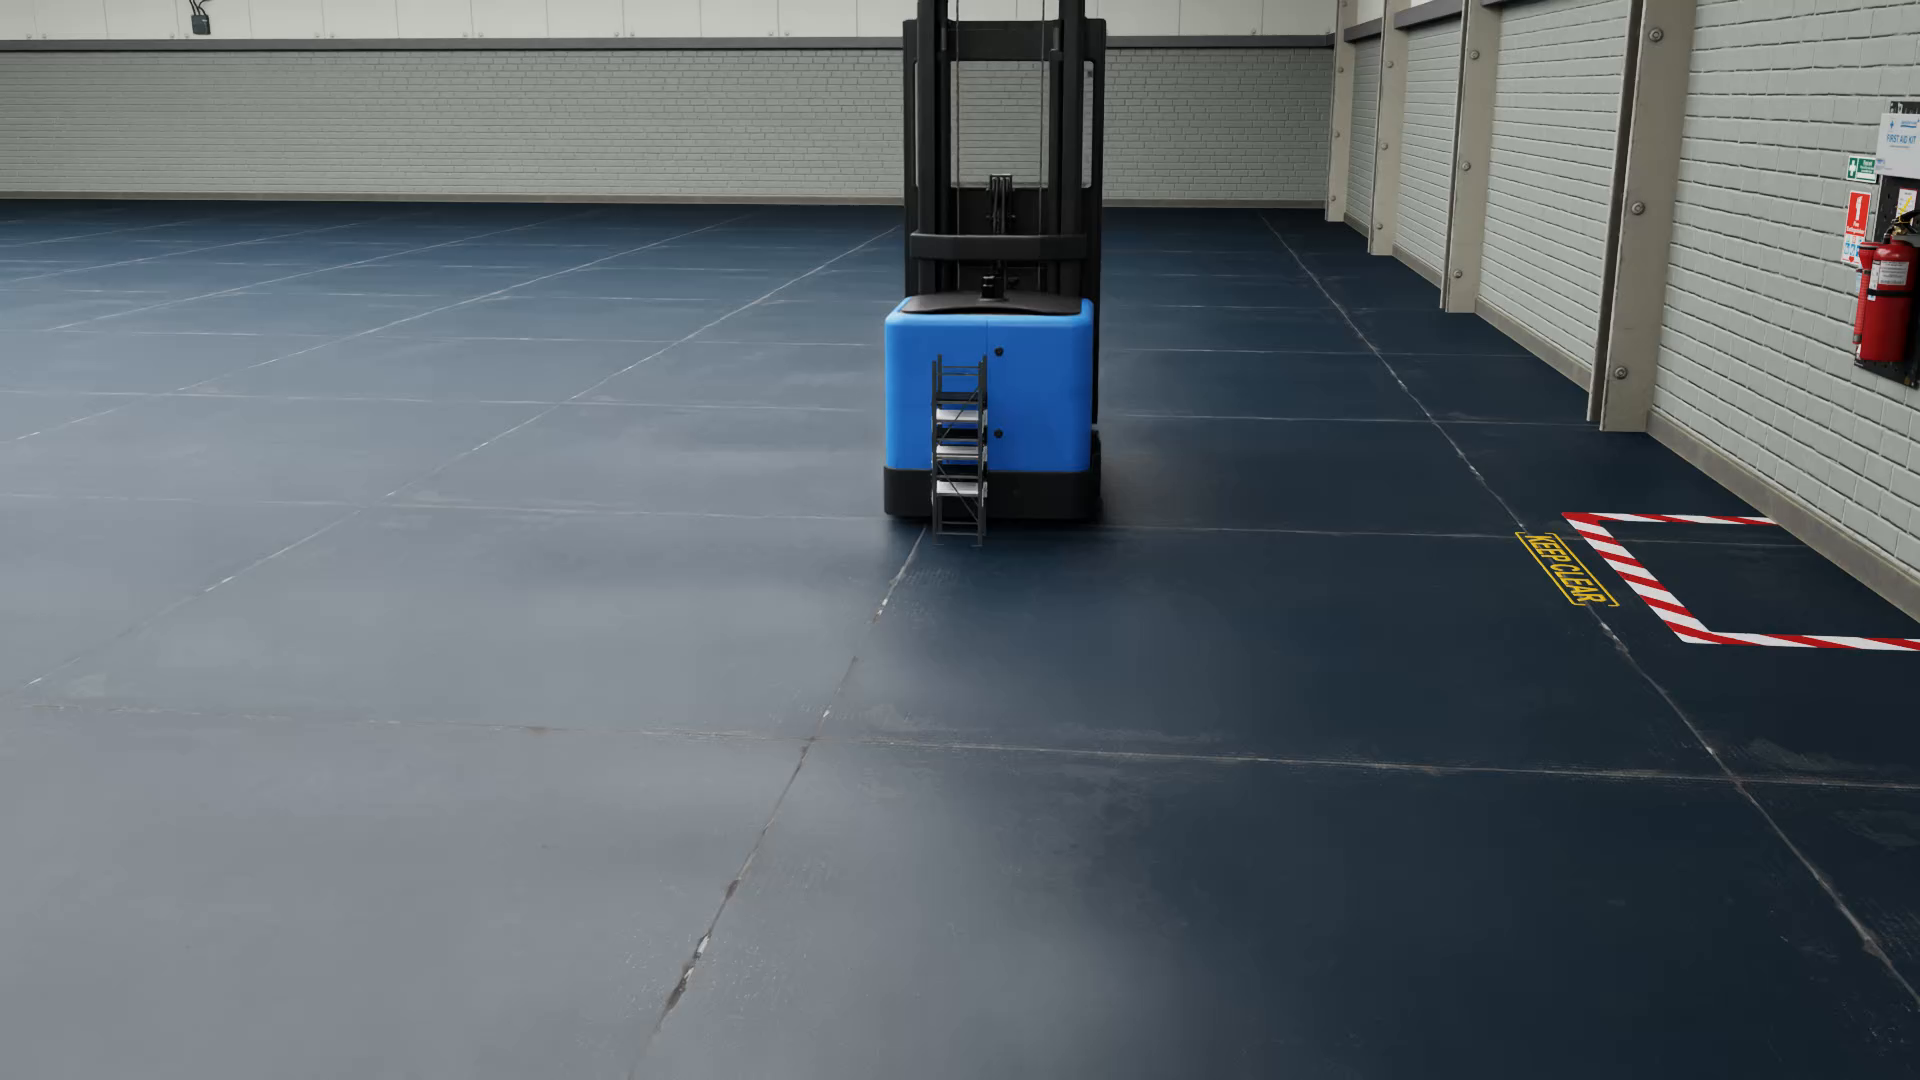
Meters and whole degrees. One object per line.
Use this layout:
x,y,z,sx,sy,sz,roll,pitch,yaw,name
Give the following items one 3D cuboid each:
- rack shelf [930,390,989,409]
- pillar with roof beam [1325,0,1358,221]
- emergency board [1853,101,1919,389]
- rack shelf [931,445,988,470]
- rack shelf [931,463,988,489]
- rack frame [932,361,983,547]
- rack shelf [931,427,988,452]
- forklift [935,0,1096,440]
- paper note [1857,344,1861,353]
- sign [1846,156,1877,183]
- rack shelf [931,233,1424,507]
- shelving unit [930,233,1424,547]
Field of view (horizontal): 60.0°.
-0.001,-0.661,7.975,0.258,0.077,0.200,2,15,6,rack shelf
2.087,-9.892,27.507,9.100,9.000,0.400,2,15,6,pillar with roof beam
3.973,-1.285,7.167,0.194,1.169,0.643,2,15,6,emergency board
-0.001,-0.400,8.046,0.258,0.077,0.200,2,15,6,rack shelf
-0.001,-0.313,8.069,0.258,0.077,0.200,2,15,6,rack shelf
-0.012,-0.406,7.939,0.240,0.900,0.006,2,15,6,rack frame
-0.001,-0.487,8.022,0.258,0.077,0.200,2,15,6,rack shelf
0.262,-1.849,9.384,1.121,2.935,3.031,1,15,5,forklift
4.062,-0.903,7.444,0.016,0.148,0.142,2,15,6,paper note
4.129,-1.697,7.609,0.001,0.109,0.331,2,15,6,sign
3.807,-2.417,16.573,6.000,0.275,18.464,2,15,6,rack shelf
3.807,-2.718,16.489,6.000,0.900,18.469,2,15,6,shelving unit
